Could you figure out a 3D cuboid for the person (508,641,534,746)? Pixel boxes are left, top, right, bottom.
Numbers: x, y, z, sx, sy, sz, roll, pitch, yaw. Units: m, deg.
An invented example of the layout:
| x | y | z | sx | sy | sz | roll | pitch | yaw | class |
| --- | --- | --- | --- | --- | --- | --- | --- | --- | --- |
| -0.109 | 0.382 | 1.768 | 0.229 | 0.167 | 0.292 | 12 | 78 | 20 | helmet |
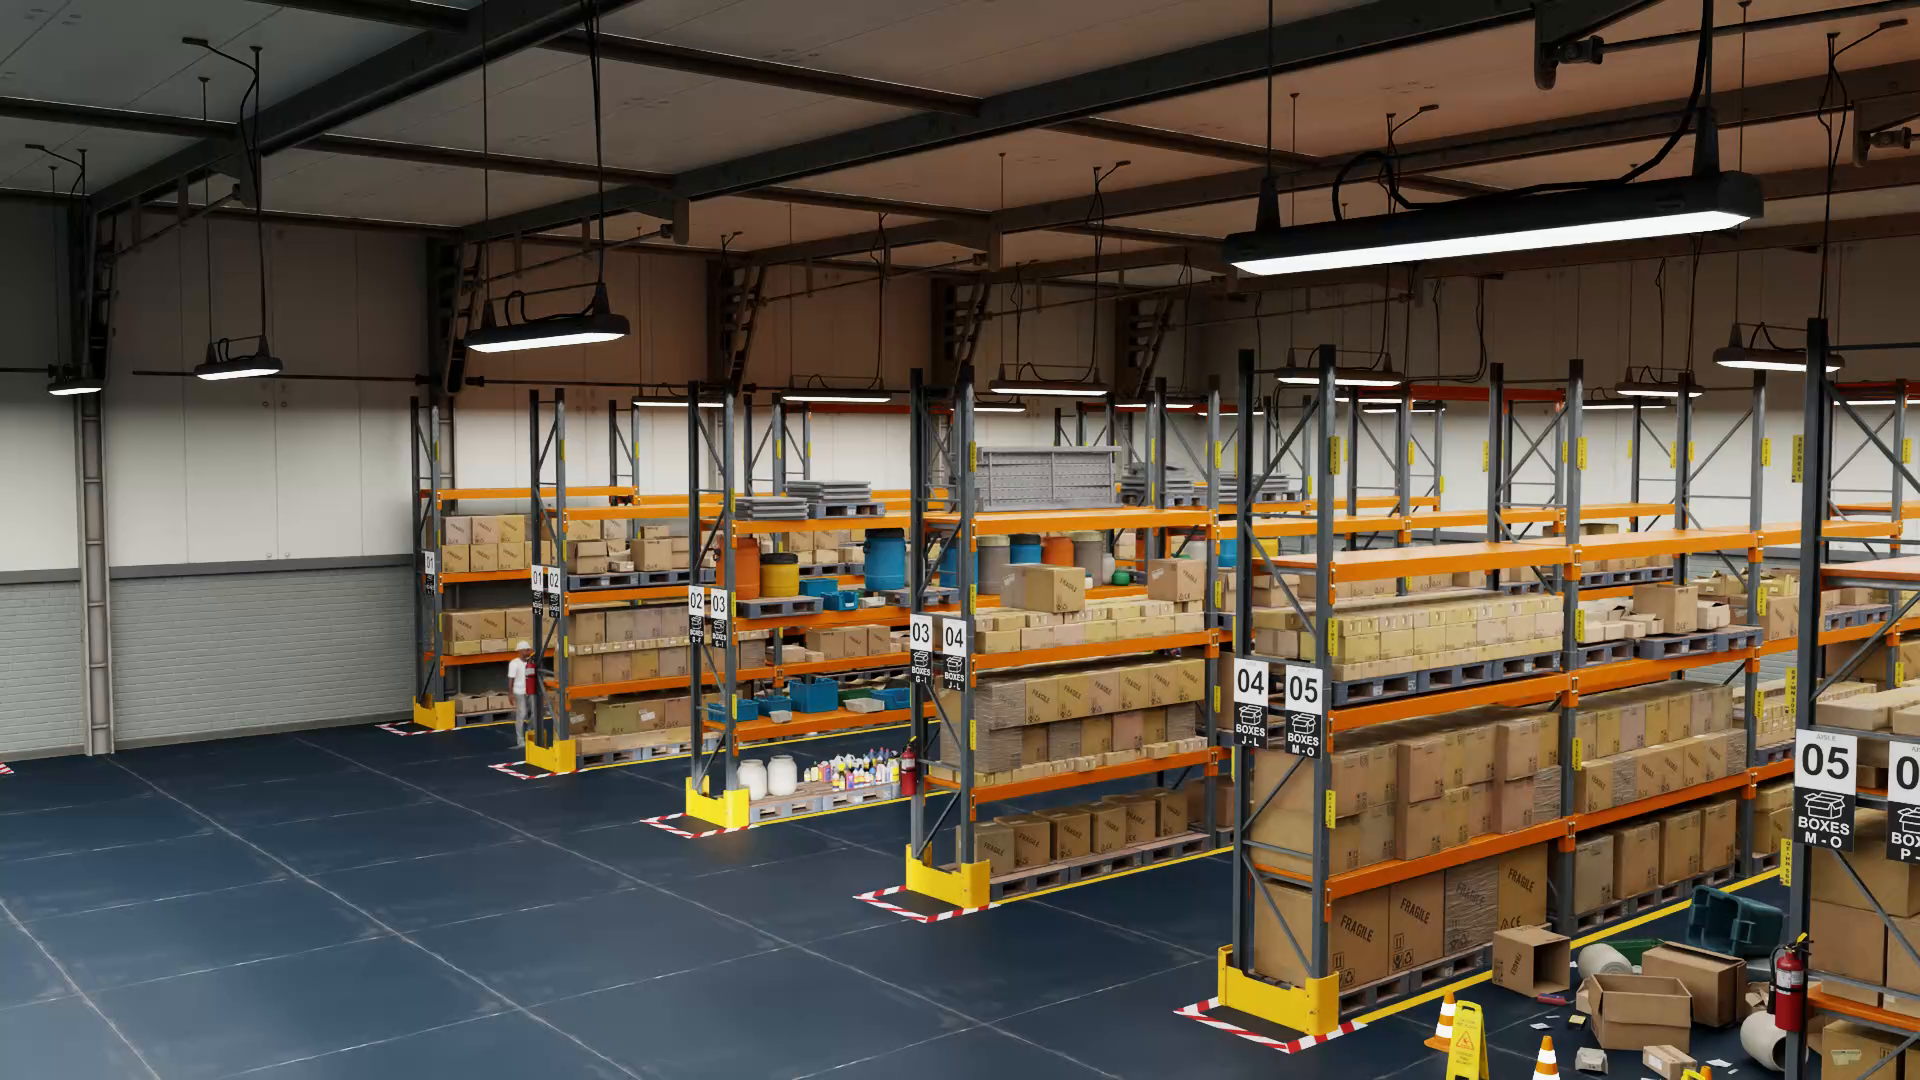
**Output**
| x | y | z | sx | sy | sz | roll | pitch | yaw | class |
| --- | --- | --- | --- | --- | --- | --- | --- | --- | --- |
| -7.429 | 2.627 | 28.386 | 0.416 | 1.797 | 0.663 | 2 | 4 | 34 | person |
